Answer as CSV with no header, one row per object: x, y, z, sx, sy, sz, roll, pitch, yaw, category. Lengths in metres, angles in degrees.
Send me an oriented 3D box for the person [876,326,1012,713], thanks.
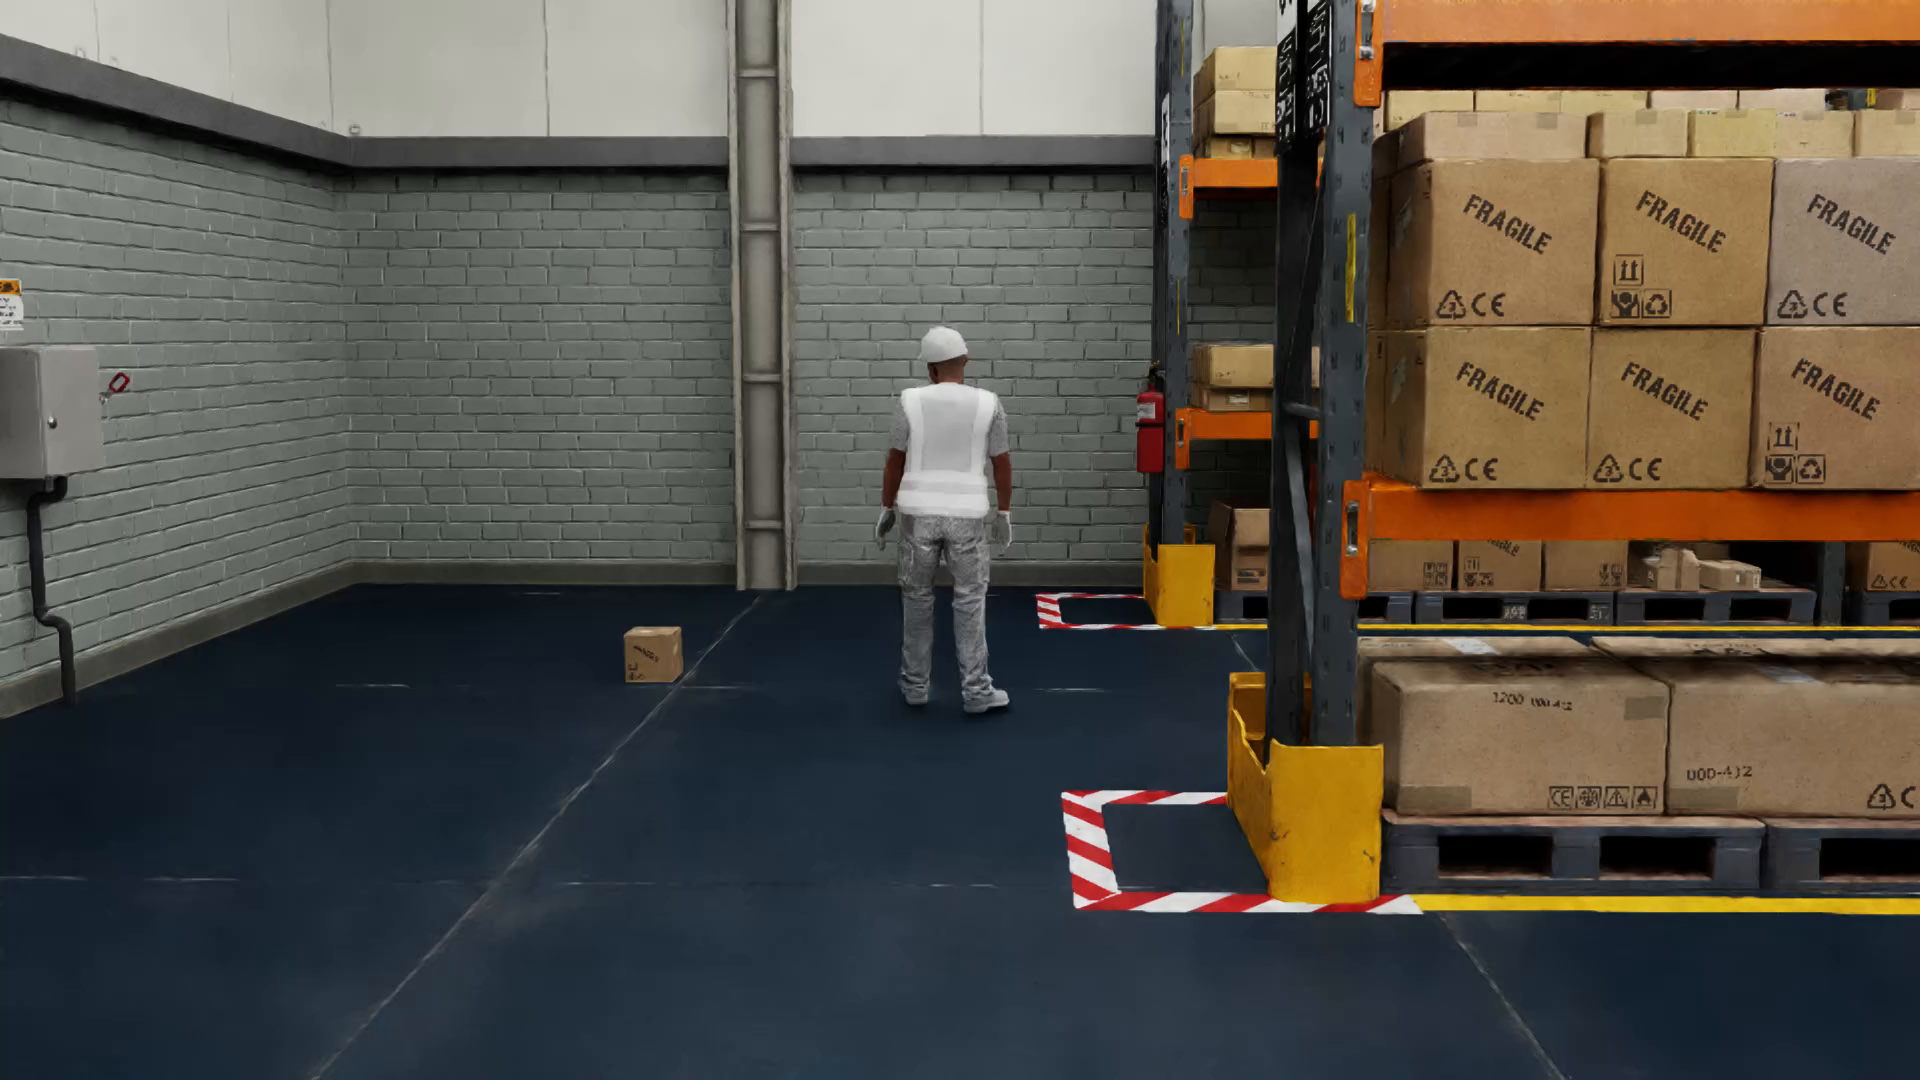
-0.076,-0.107,7.821,0.640,1.784,0.511,0,7,-1,person
